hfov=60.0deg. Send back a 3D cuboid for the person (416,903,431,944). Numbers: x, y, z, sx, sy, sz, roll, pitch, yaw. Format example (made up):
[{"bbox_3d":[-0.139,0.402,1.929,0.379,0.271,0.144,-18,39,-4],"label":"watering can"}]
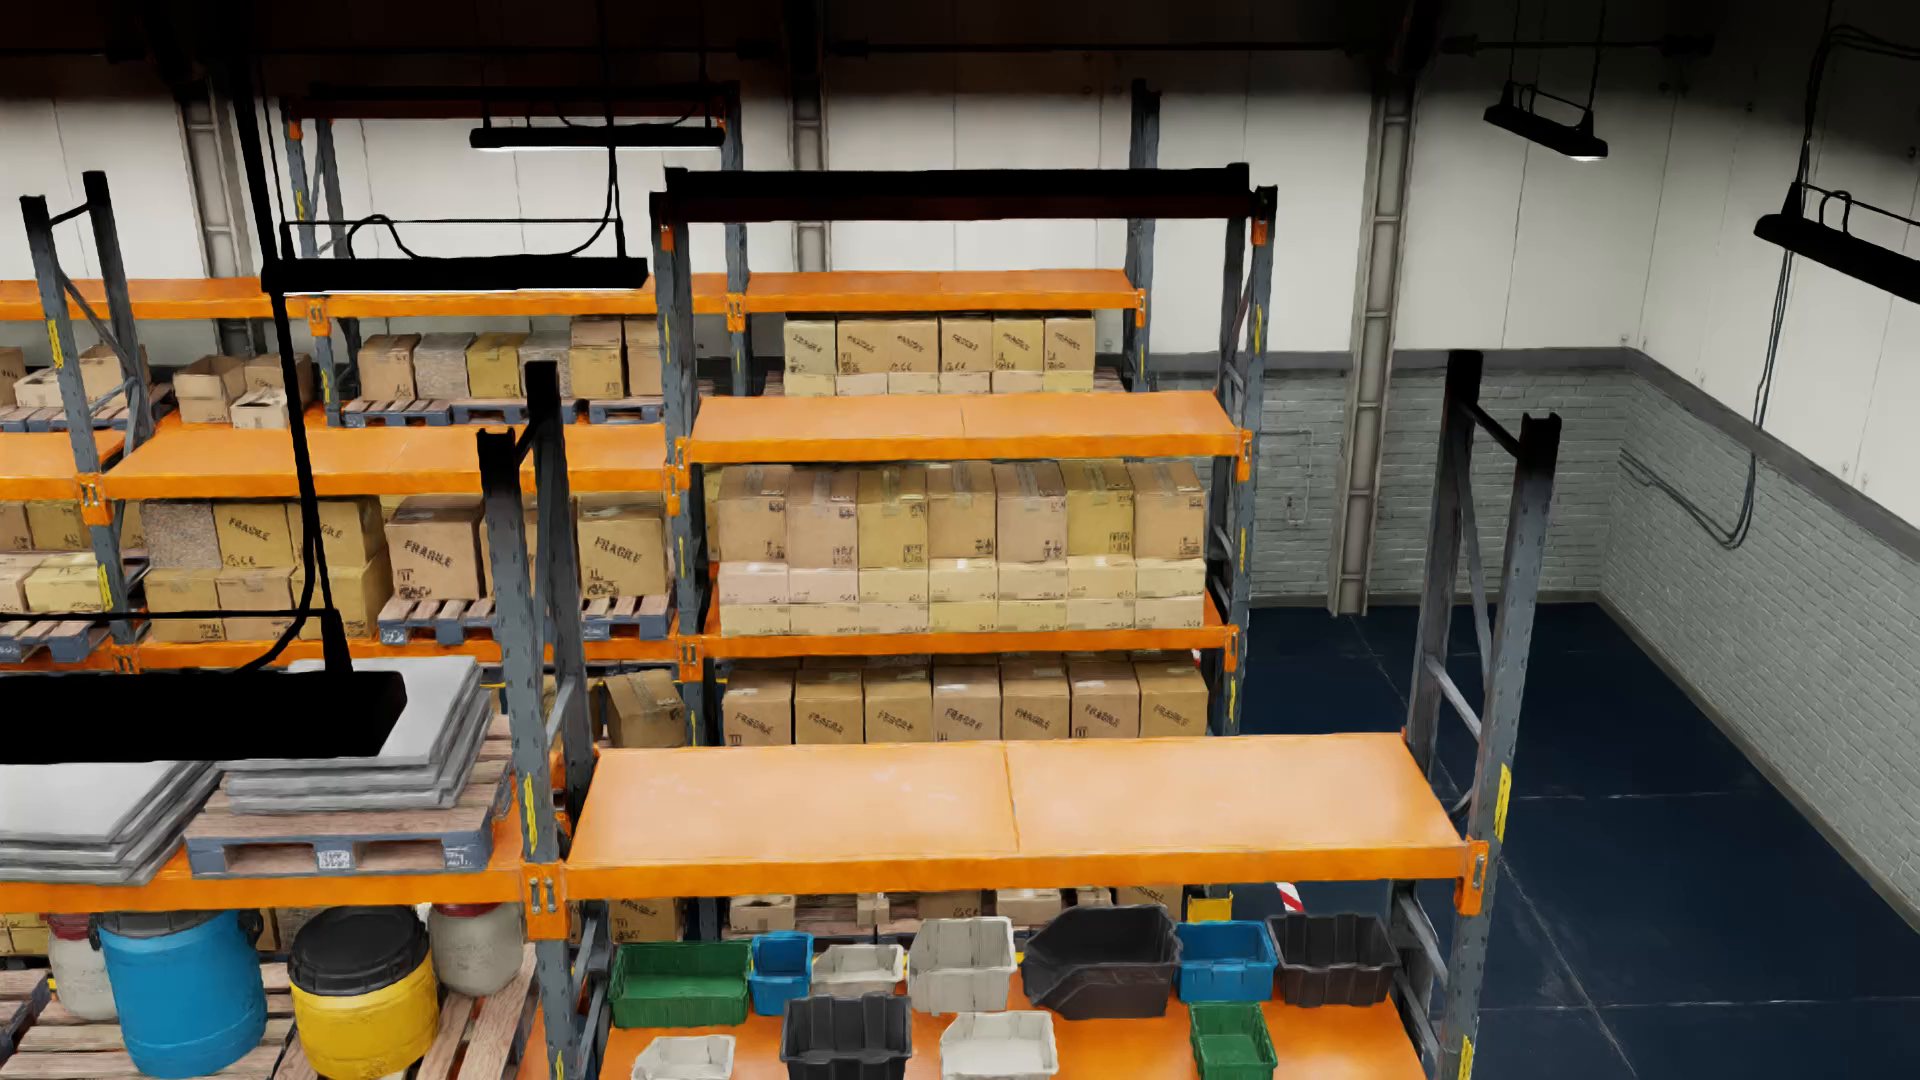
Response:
[{"bbox_3d":[-3.518,2.940,11.653,0.552,1.683,0.441,-9,24,-20],"label":"person"}]
